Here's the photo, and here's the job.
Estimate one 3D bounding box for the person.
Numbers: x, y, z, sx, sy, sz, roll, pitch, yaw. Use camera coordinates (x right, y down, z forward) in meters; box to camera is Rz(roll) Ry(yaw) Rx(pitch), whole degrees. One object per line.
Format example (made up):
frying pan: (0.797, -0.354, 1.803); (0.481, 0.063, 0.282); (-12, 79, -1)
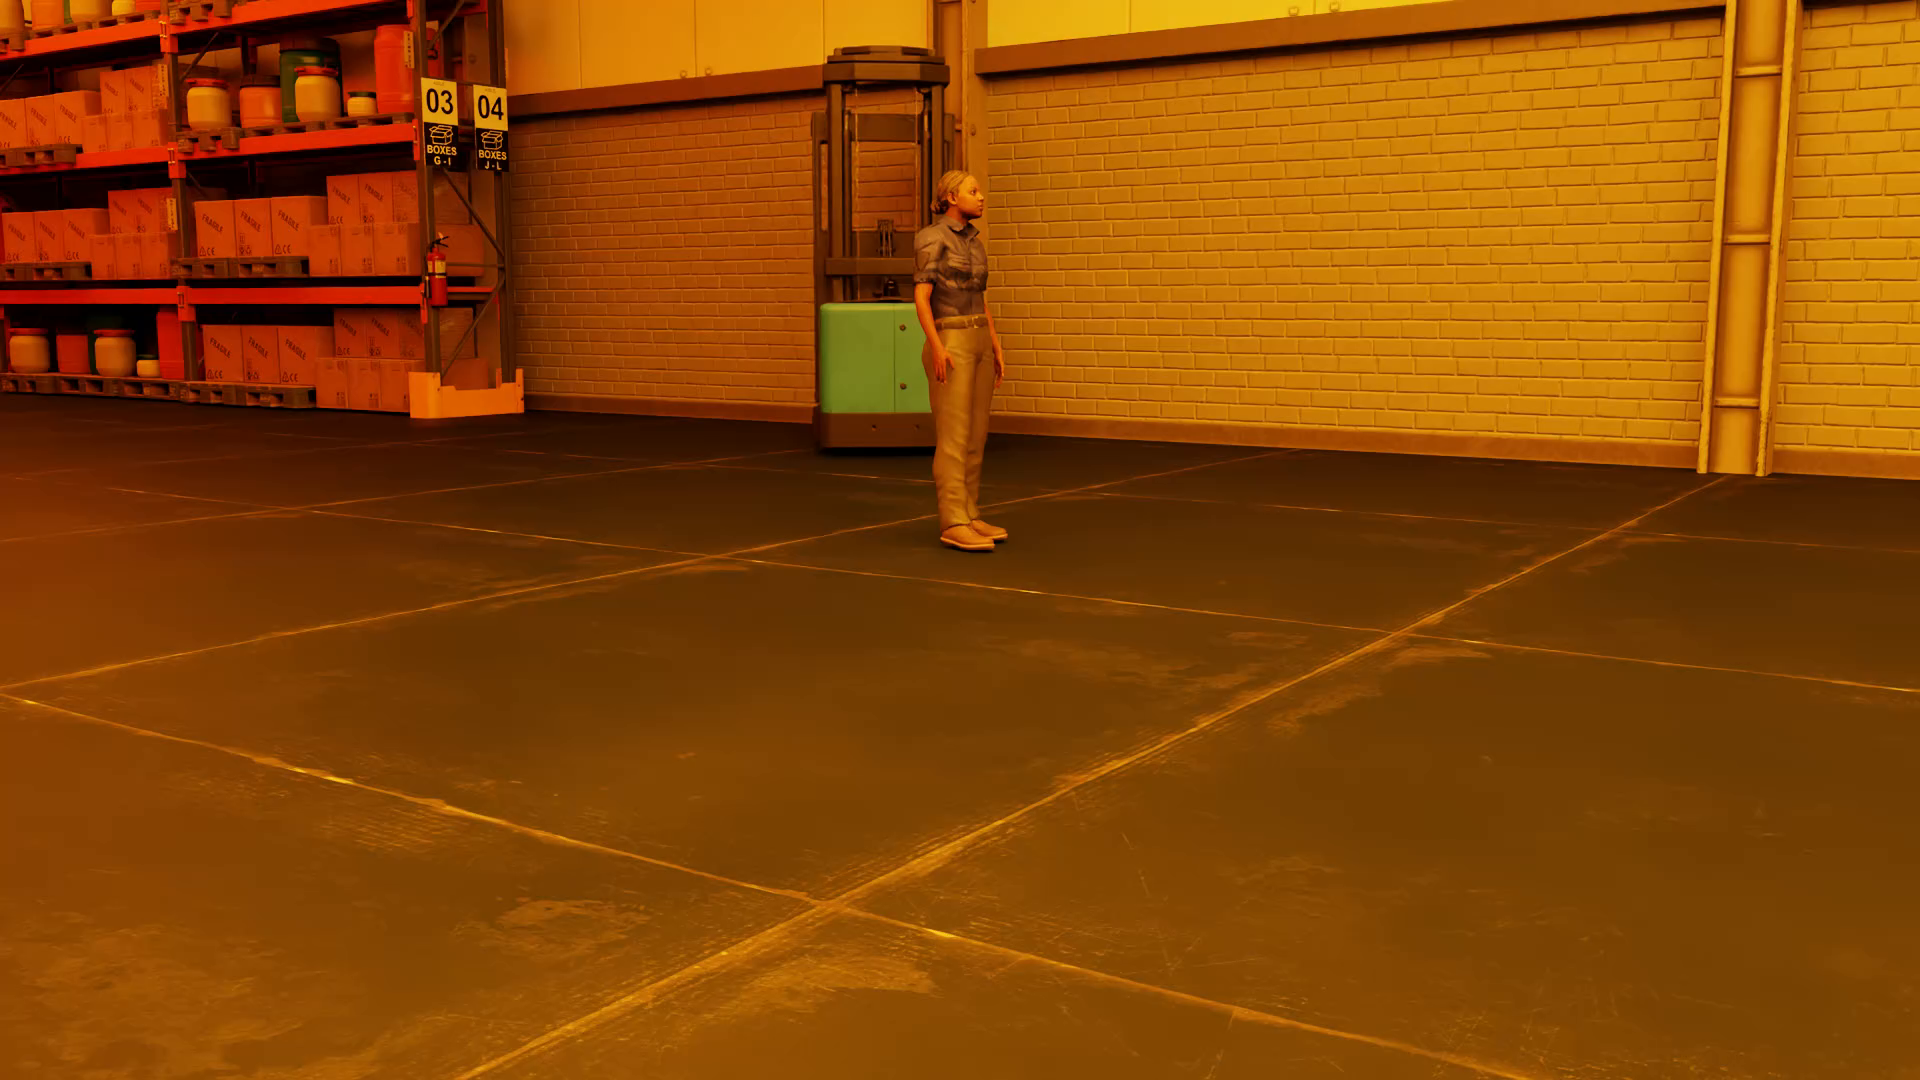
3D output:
person: (0.061, -0.817, 7.421); (0.504, 1.654, 0.569); (5, 10, 34)

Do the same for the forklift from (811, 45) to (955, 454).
forklift: (-0.603, -2.245, 12.982); (1.130, 2.935, 3.031); (-1, 8, -6)
